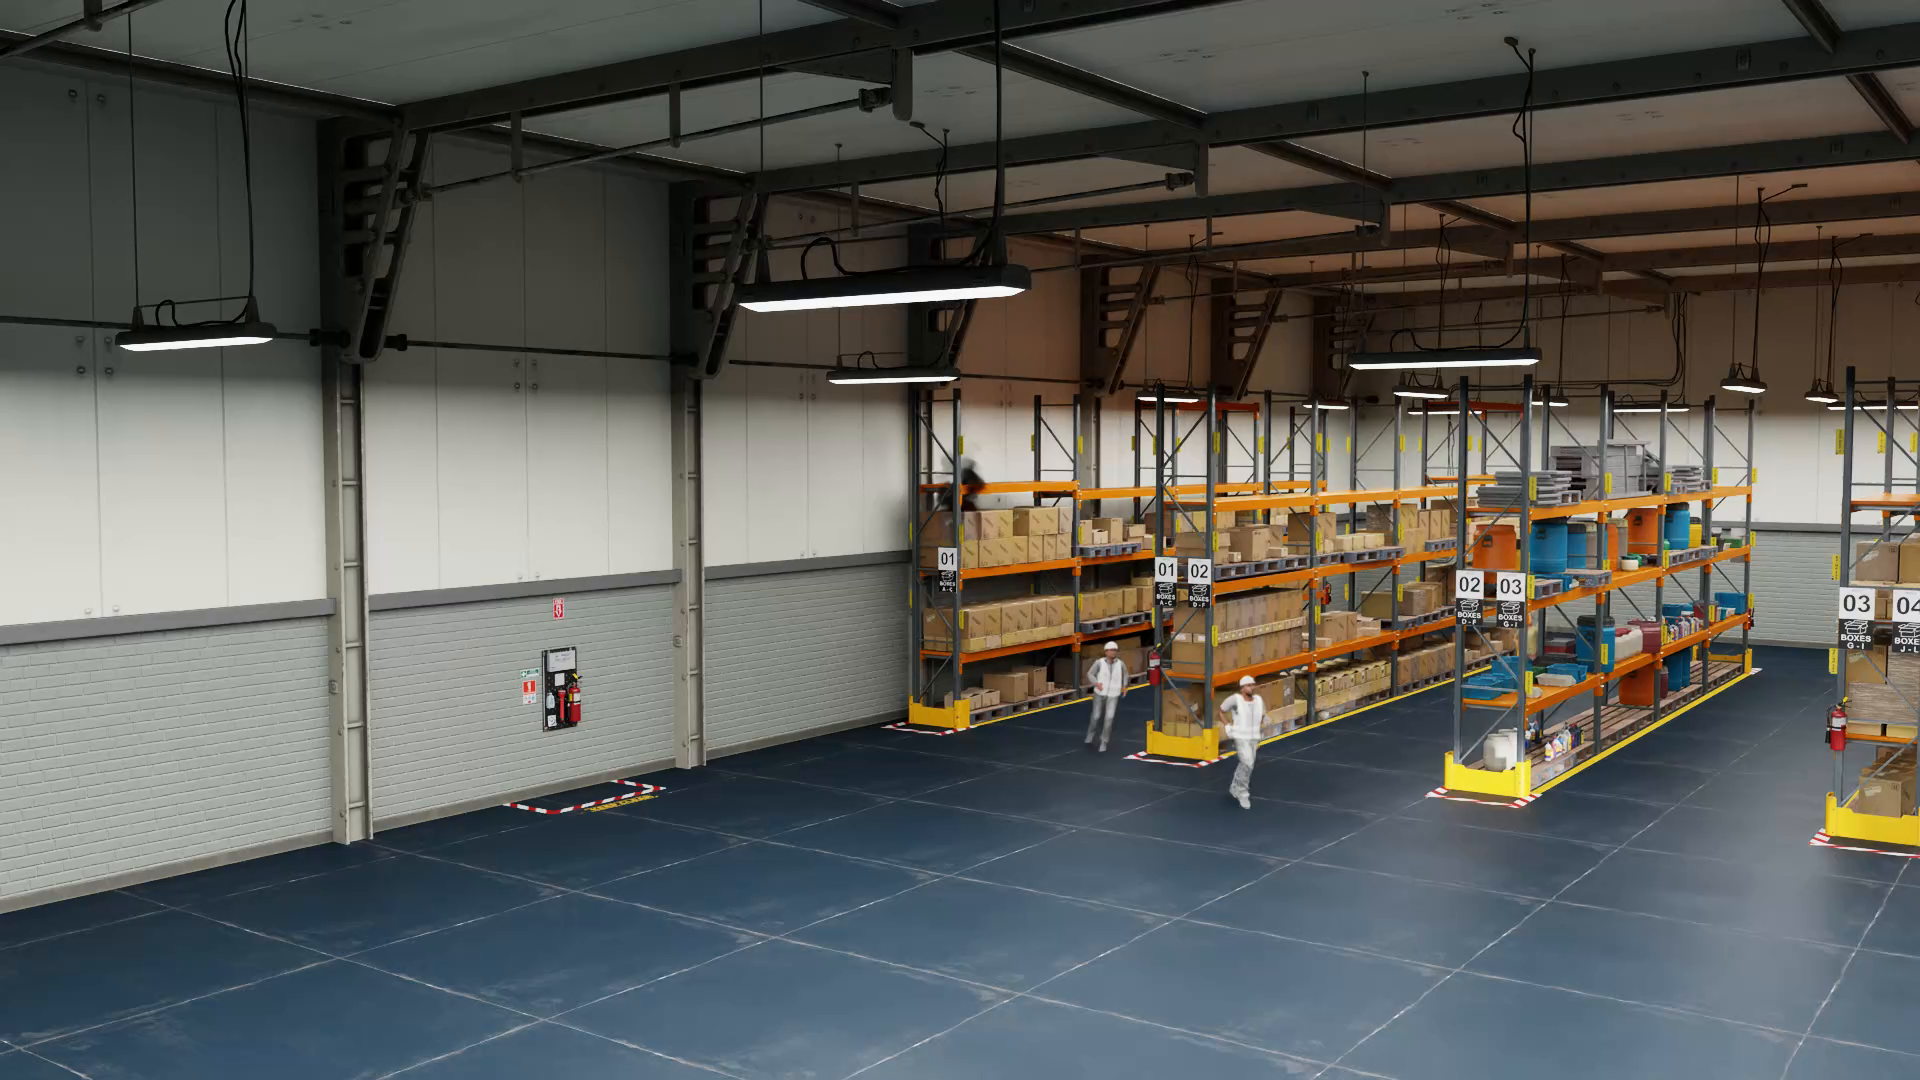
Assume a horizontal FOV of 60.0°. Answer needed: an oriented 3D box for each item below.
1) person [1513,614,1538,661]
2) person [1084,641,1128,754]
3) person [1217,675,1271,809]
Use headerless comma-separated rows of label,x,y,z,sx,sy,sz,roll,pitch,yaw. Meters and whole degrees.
person,11.392,2.286,33.381,0.577,1.621,0.562,2,4,26
person,2.429,2.563,27.380,0.727,1.791,0.844,0,3,1
person,3.986,2.797,23.145,0.654,1.838,0.778,-2,4,-27
